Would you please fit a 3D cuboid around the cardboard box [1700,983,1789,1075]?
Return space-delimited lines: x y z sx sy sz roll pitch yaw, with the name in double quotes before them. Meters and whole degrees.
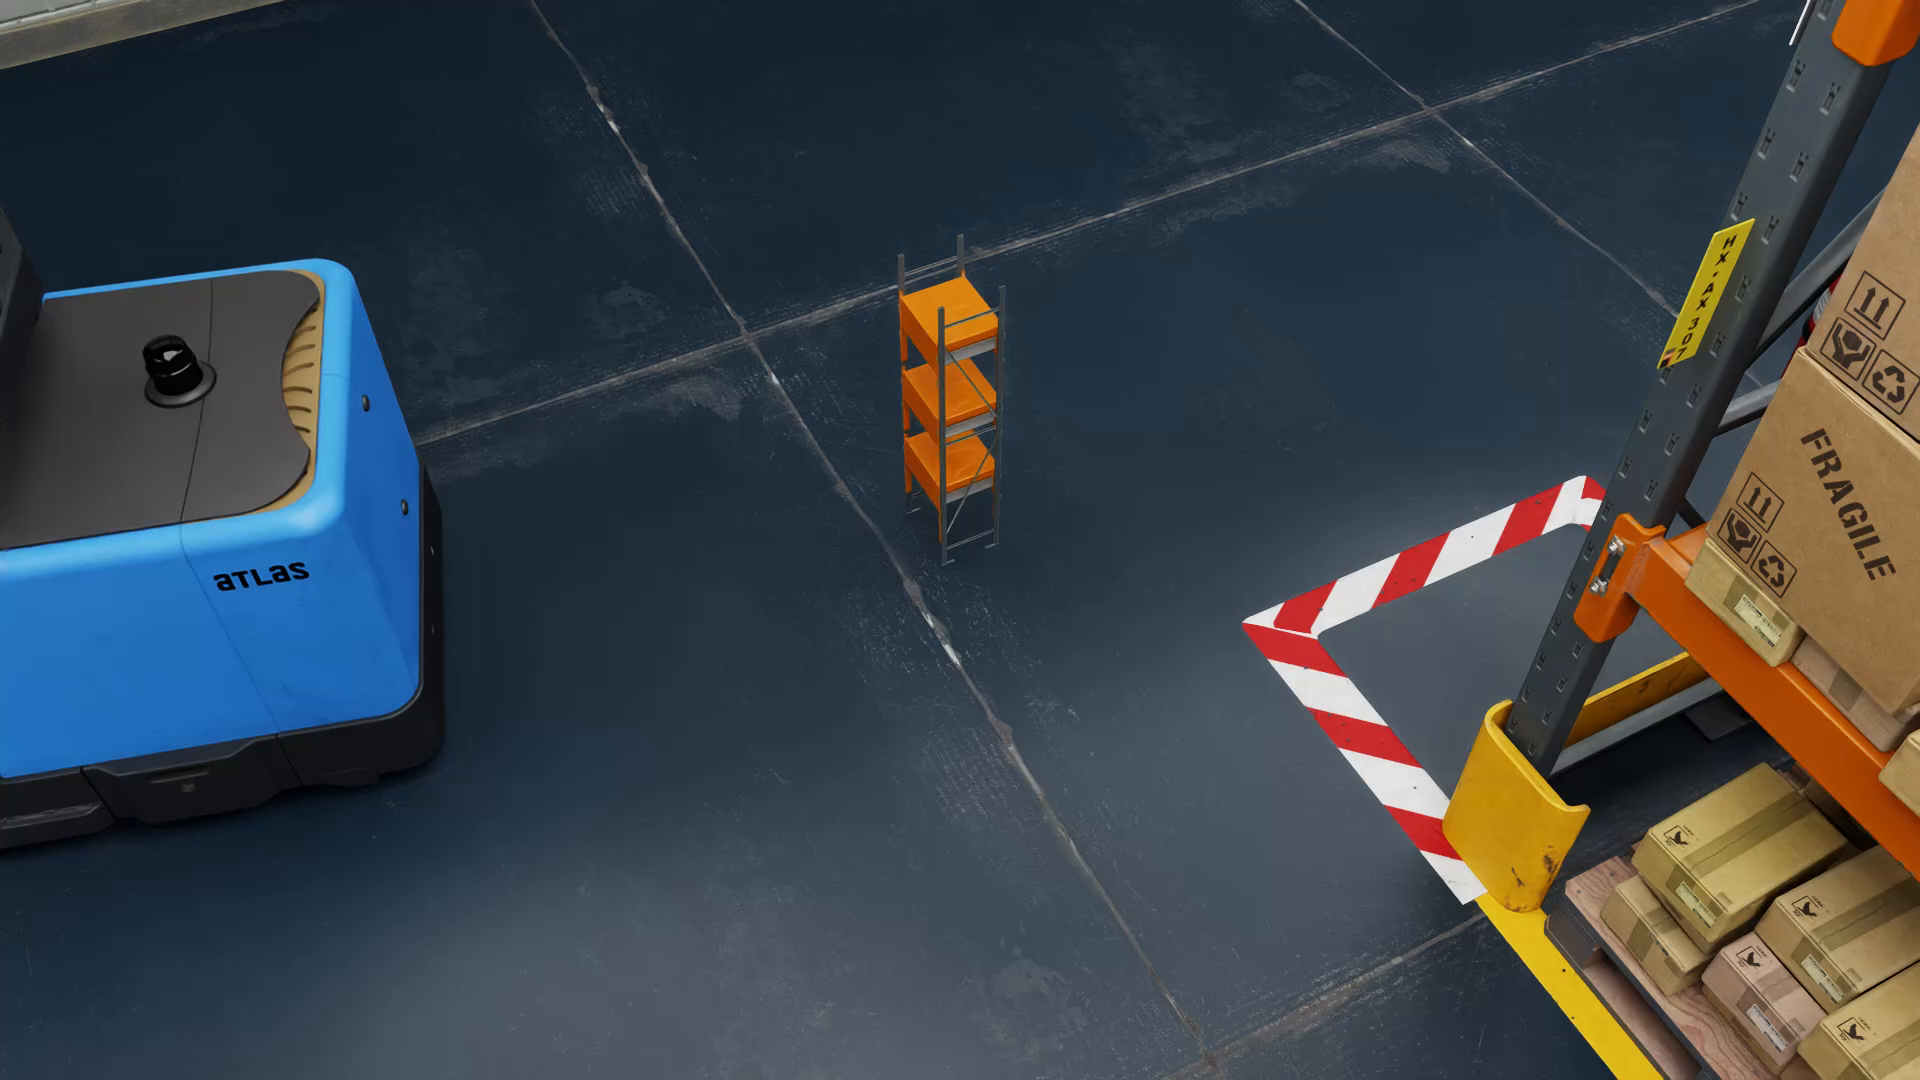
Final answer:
"cardboard box" 2.009 1.056 3.949 0.380 0.149 0.250 -21 52 -18

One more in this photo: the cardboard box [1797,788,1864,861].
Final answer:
"cardboard box" 2.288 0.728 4.235 0.380 0.149 0.250 -20 52 -17

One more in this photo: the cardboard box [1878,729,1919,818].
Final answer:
"cardboard box" 1.947 0.414 3.062 0.380 0.149 0.250 -23 53 -19

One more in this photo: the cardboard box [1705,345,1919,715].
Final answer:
"cardboard box" 1.821 -0.088 3.070 0.500 0.500 0.500 -19 51 -16

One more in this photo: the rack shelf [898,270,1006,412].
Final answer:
"rack shelf" -0.024 -0.561 4.681 0.215 0.259 0.240 -21 52 -18

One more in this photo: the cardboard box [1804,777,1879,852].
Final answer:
"cardboard box" 2.357 0.605 4.146 0.380 0.149 0.250 -22 53 -18

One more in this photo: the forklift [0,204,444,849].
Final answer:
"forklift" -3.021 -0.448 3.695 3.031 2.935 1.130 -9 49 -8

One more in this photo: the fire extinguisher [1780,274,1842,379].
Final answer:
"fire extinguisher" 2.156 -0.532 4.022 0.296 0.674 0.183 -21 52 -18

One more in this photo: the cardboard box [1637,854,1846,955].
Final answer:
"cardboard box" 1.873 0.789 3.985 0.380 0.149 0.250 -19 52 -16

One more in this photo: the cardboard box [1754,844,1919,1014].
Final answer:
"cardboard box" 2.032 0.863 3.723 0.380 0.149 0.250 -20 52 -17

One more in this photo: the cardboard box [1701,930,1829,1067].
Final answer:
"cardboard box" 1.948 0.992 3.807 0.380 0.149 0.250 -21 52 -18

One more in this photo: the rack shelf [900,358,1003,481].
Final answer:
"rack shelf" -0.024 -0.374 4.894 0.215 0.259 0.240 -21 52 -18

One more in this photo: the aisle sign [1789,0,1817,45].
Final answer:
"aisle sign" 1.561 -1.154 2.540 0.394 0.787 0.004 -21 52 -18

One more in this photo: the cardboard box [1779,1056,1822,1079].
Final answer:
"cardboard box" 2.129 1.219 3.806 0.380 0.149 0.250 -21 52 -17

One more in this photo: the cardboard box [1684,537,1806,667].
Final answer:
"cardboard box" 1.718 0.060 3.372 0.380 0.149 0.250 -22 52 -18

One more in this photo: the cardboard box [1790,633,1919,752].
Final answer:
"cardboard box" 1.871 0.216 3.235 0.380 0.149 0.250 -19 52 -16

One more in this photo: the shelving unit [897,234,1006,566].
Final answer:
"shelving unit" -0.024 -0.381 4.886 0.215 1.050 0.252 -21 52 -18

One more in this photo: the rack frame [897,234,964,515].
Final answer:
"rack frame" -0.080 -0.463 4.958 0.200 1.050 0.008 -21 52 -18

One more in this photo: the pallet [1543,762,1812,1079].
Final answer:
"pallet" 2.236 1.172 4.085 1.003 0.211 1.213 -21 52 -18

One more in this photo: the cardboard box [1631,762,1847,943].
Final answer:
"cardboard box" 1.799 0.719 3.848 0.380 0.149 0.250 -23 53 -19

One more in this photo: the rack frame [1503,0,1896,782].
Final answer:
"rack frame" 1.861 -0.353 3.566 1.000 3.000 0.127 -21 52 -18

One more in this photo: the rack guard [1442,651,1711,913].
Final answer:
"rack guard" 1.896 0.521 4.462 1.175 0.500 0.348 -21 52 -18

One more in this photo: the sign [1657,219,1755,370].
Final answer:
"sign" 1.379 -0.451 3.076 0.100 0.325 0.005 -21 52 -18

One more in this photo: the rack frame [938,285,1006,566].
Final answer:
"rack frame" 0.031 -0.300 4.815 0.200 1.050 0.008 -21 52 -18

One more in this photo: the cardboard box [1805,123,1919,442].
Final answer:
"cardboard box" 1.831 -0.421 2.697 0.500 0.500 0.500 -21 52 -18

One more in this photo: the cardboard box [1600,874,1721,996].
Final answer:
"cardboard box" 1.816 0.909 4.078 0.380 0.149 0.250 -20 52 -17

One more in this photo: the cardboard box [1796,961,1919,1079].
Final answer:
"cardboard box" 2.033 1.075 3.536 0.380 0.149 0.250 -21 52 -18

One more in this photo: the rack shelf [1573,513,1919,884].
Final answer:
"rack shelf" 2.776 1.223 2.666 1.077 0.370 4.000 -21 52 -18

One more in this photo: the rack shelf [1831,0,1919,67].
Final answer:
"rack shelf" 2.776 0.235 1.537 1.077 0.370 4.000 -21 52 -18

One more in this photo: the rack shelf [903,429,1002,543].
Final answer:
"rack shelf" -0.024 -0.192 5.103 0.215 0.259 0.240 -21 52 -18
